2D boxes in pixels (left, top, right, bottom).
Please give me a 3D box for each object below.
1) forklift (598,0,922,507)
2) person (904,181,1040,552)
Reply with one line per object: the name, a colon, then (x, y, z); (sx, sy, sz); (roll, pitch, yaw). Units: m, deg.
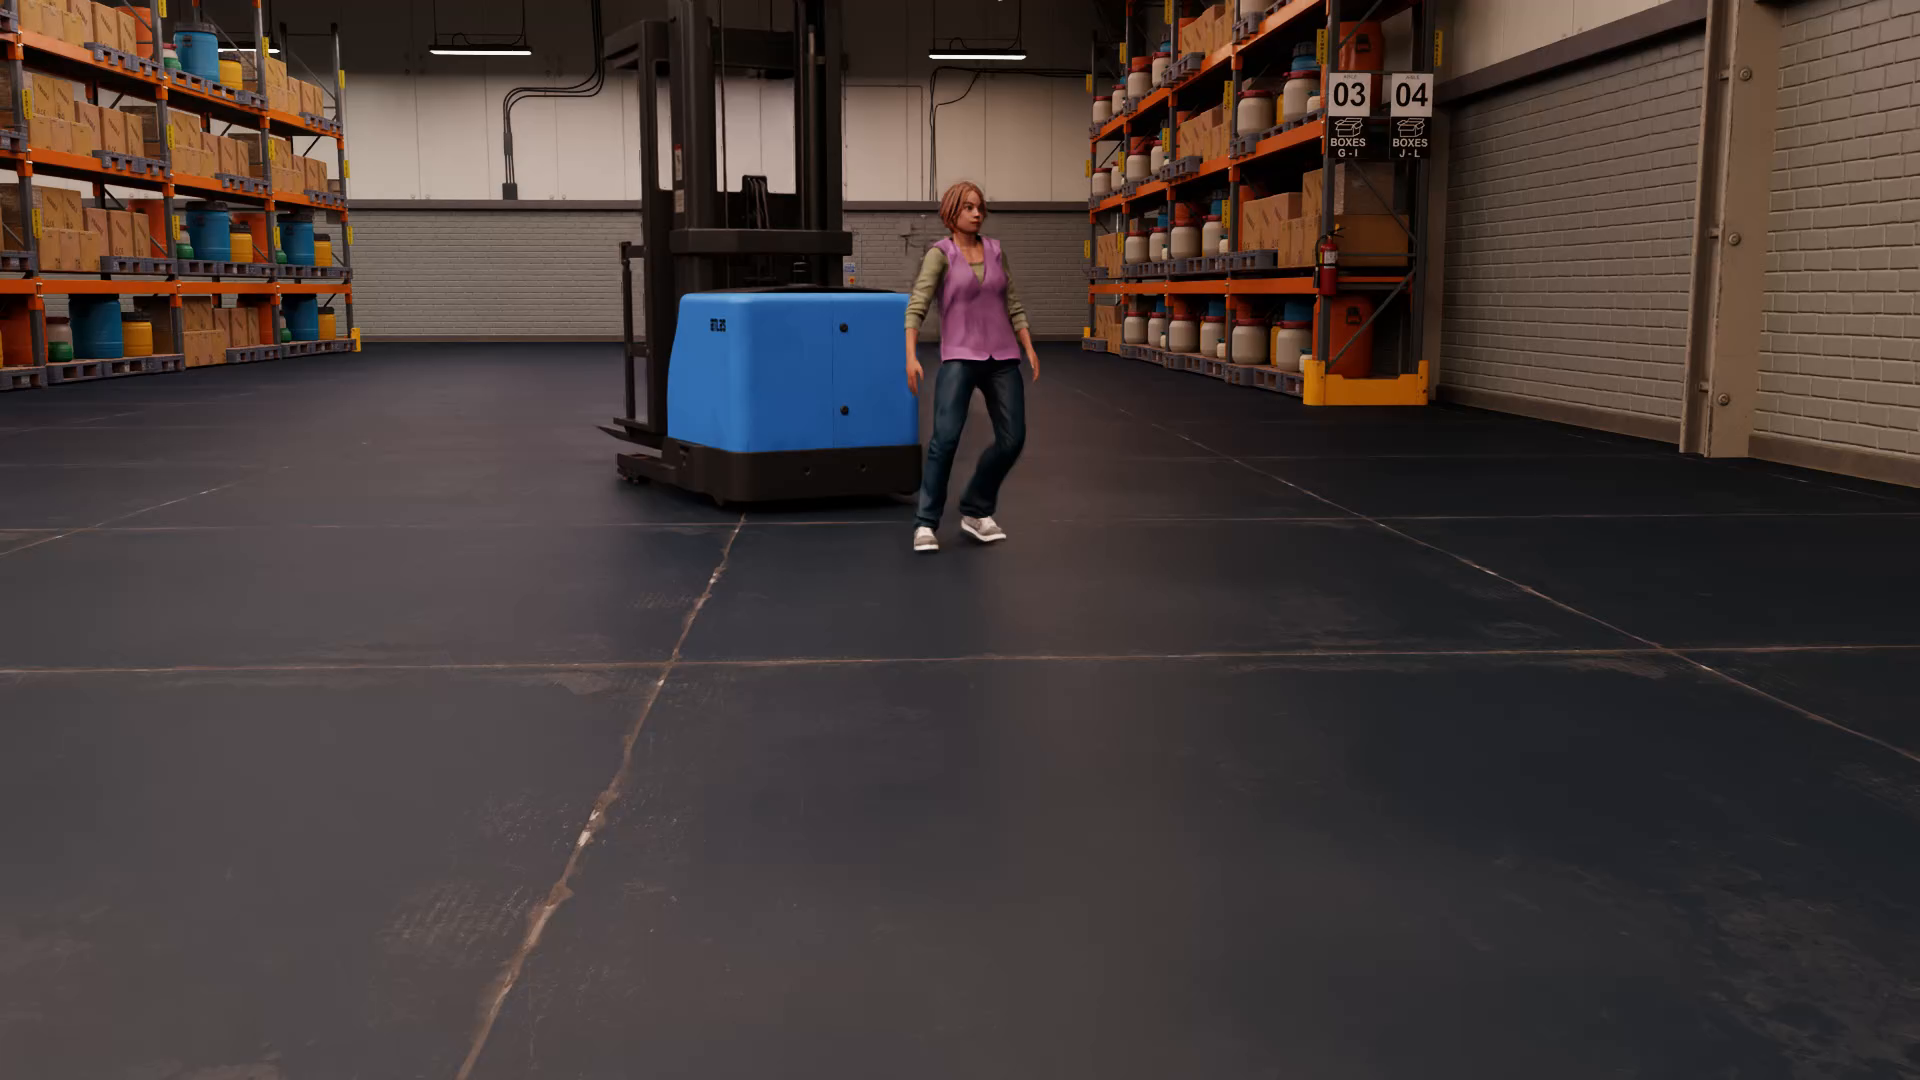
forklift: (-1.328, -1.791, 9.390); (1.130, 2.935, 3.031); (-4, 10, -28)
person: (0.039, -0.747, 7.068); (0.600, 1.542, 0.445); (-3, 9, -22)
